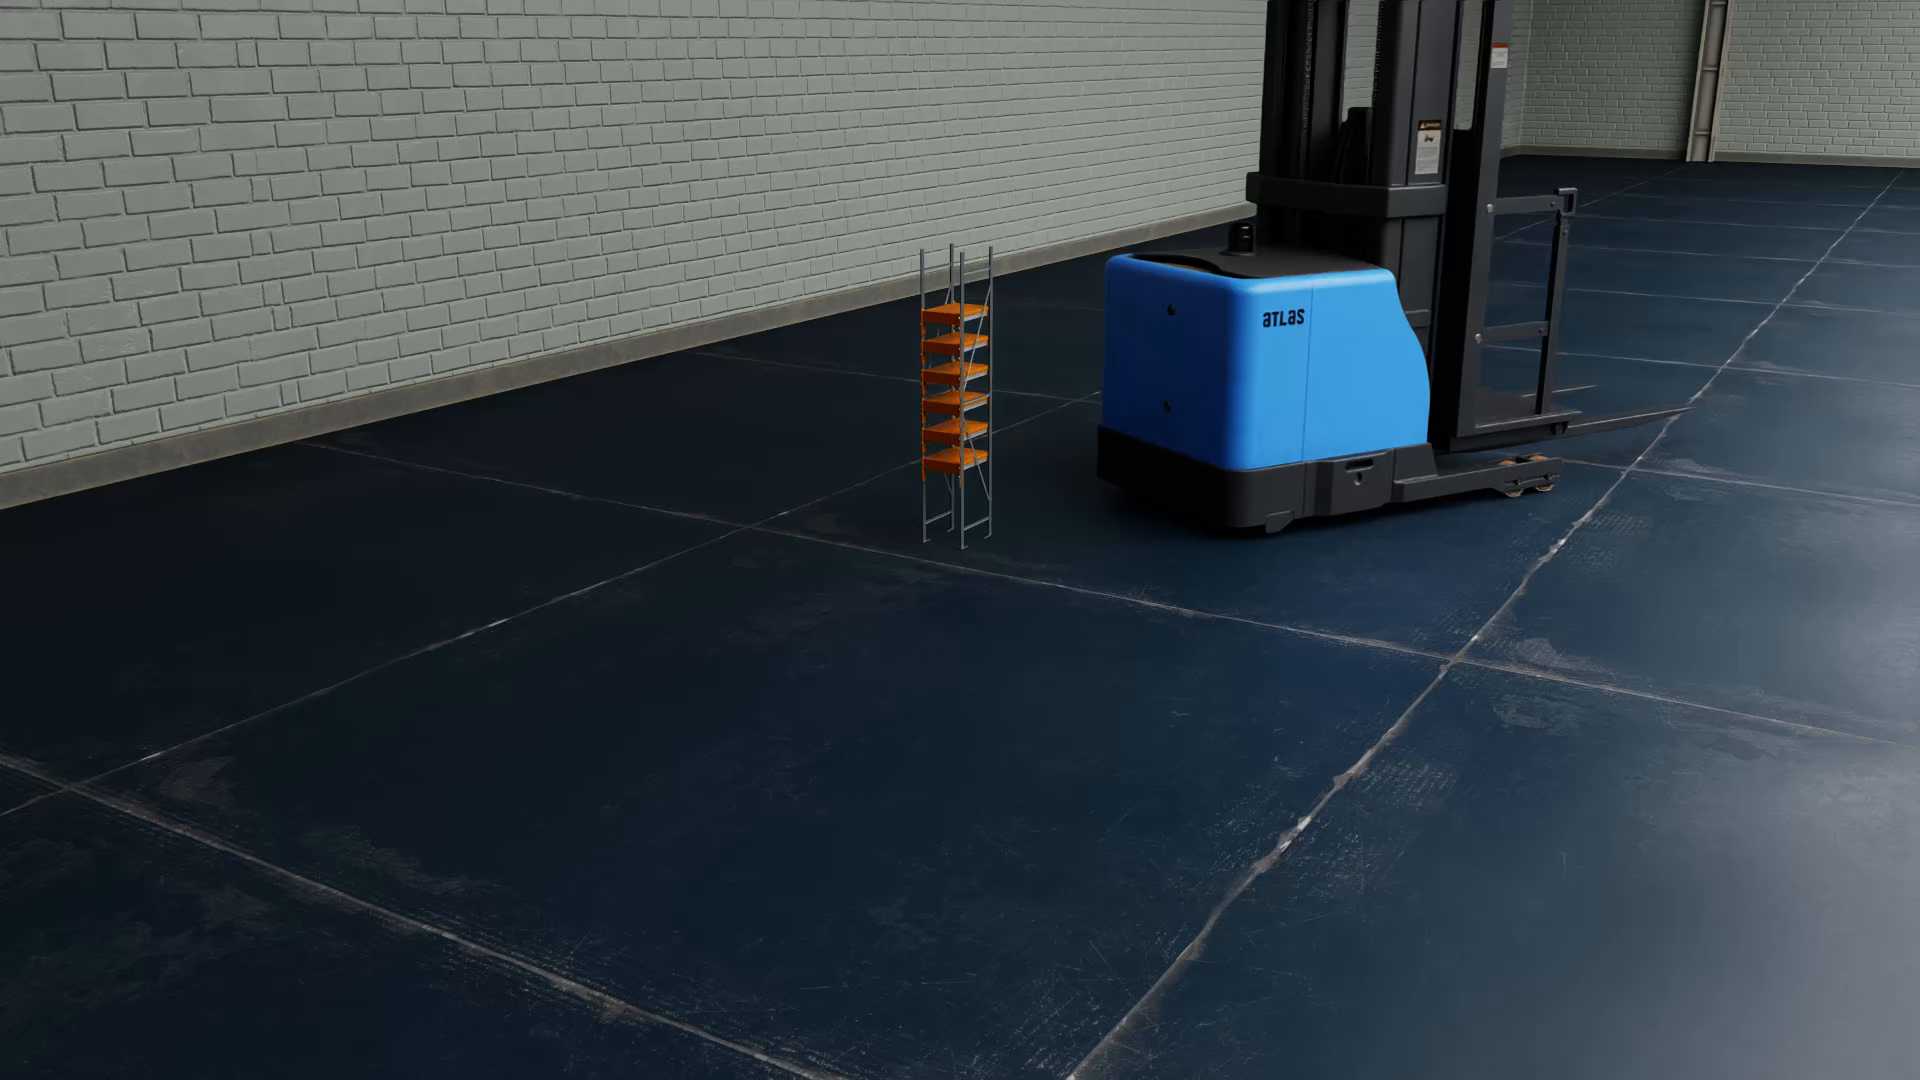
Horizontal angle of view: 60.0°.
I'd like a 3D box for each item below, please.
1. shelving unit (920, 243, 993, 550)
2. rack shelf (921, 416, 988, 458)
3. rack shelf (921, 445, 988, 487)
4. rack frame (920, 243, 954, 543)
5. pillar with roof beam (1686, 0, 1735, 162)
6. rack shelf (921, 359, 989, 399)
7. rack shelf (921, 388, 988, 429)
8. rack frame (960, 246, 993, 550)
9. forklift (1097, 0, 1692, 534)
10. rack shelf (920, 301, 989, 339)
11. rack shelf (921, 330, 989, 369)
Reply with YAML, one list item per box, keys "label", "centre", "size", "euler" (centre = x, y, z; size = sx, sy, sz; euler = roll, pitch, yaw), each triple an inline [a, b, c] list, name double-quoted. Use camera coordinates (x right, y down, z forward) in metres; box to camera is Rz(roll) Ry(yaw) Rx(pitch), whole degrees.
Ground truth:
- label: "shelving unit"
  centre: [-0.012, -0.576, 6.714]
  size: [0.189, 1.200, 0.258]
  euler: [10, 20, 30]
- label: "rack shelf"
  centre: [-0.012, -0.419, 6.762]
  size: [0.180, 0.103, 0.258]
  euler: [10, 20, 30]
- label: "rack shelf"
  centre: [-0.012, -0.304, 6.797]
  size: [0.180, 0.103, 0.258]
  euler: [10, 20, 30]
- label: "rack frame"
  centre: [-0.090, -0.590, 6.760]
  size: [0.006, 1.200, 0.240]
  euler: [10, 20, 30]
- label: "pillar with roof beam"
  centre: [10.025, -9.531, 22.777]
  size: [0.400, 9.000, 9.100]
  euler: [10, 20, 30]
- label: "rack shelf"
  centre: [-0.012, -0.649, 6.692]
  size: [0.180, 0.103, 0.258]
  euler: [10, 20, 30]
- label: "rack shelf"
  centre: [-0.012, -0.534, 6.727]
  size: [0.180, 0.103, 0.258]
  euler: [10, 20, 30]
- label: "rack frame"
  centre: [0.066, -0.562, 6.668]
  size: [0.006, 1.200, 0.240]
  euler: [10, 20, 30]
- label: "forklift"
  centre: [2.165, -1.718, 7.495]
  size: [3.031, 2.935, 1.130]
  euler: [-9, 19, -28]
- label: "rack shelf"
  centre: [-0.012, -0.878, 6.622]
  size: [0.180, 0.103, 0.258]
  euler: [10, 20, 30]
- label: "rack shelf"
  centre: [-0.012, -0.763, 6.657]
  size: [0.180, 0.103, 0.258]
  euler: [10, 20, 30]
